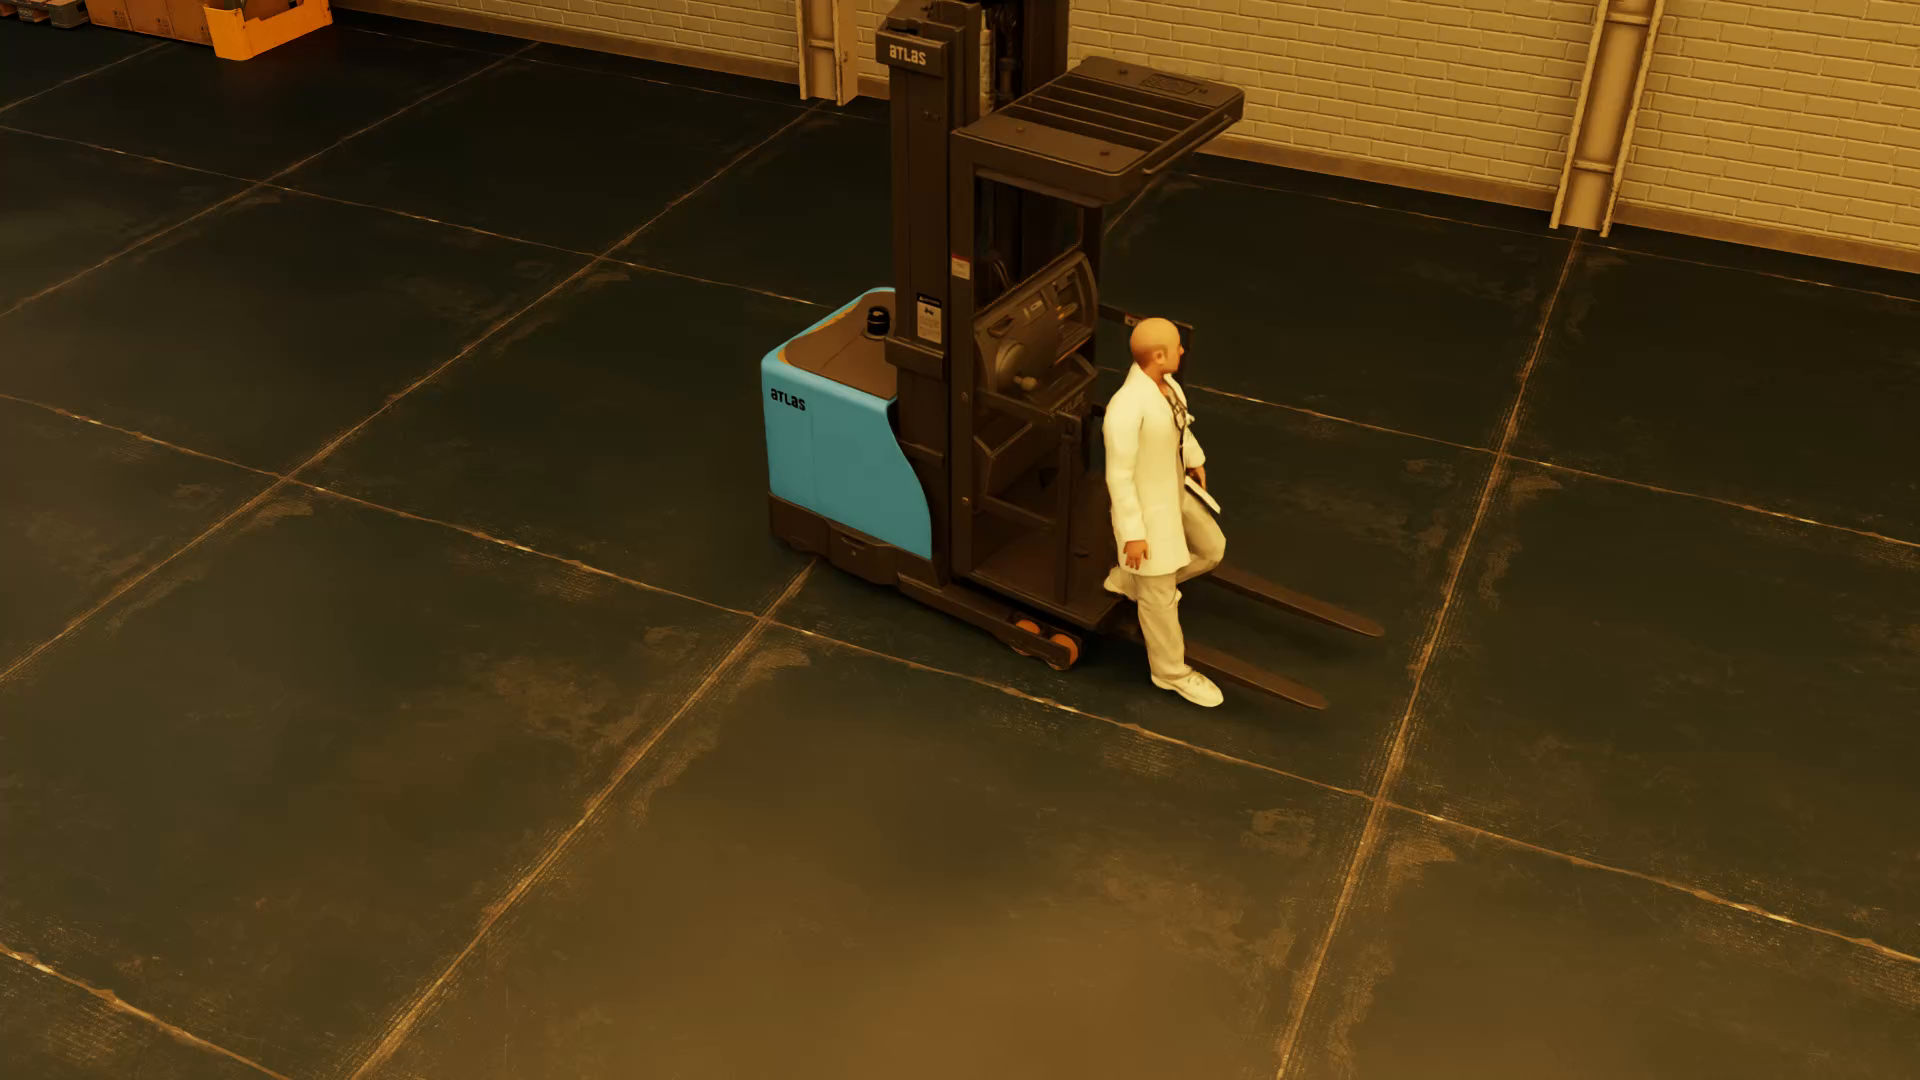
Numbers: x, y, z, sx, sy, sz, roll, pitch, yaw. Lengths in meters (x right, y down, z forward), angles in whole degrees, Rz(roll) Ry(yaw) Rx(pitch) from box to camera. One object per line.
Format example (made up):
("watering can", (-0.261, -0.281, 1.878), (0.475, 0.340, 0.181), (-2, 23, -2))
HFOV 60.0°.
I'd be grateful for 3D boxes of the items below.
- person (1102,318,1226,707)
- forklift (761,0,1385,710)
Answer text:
("person", (0.955, -0.142, 7.290), (0.661, 1.764, 0.757), (12, 37, 17))
("forklift", (0.523, -0.938, 7.402), (3.031, 2.935, 1.130), (22, 41, 28))
